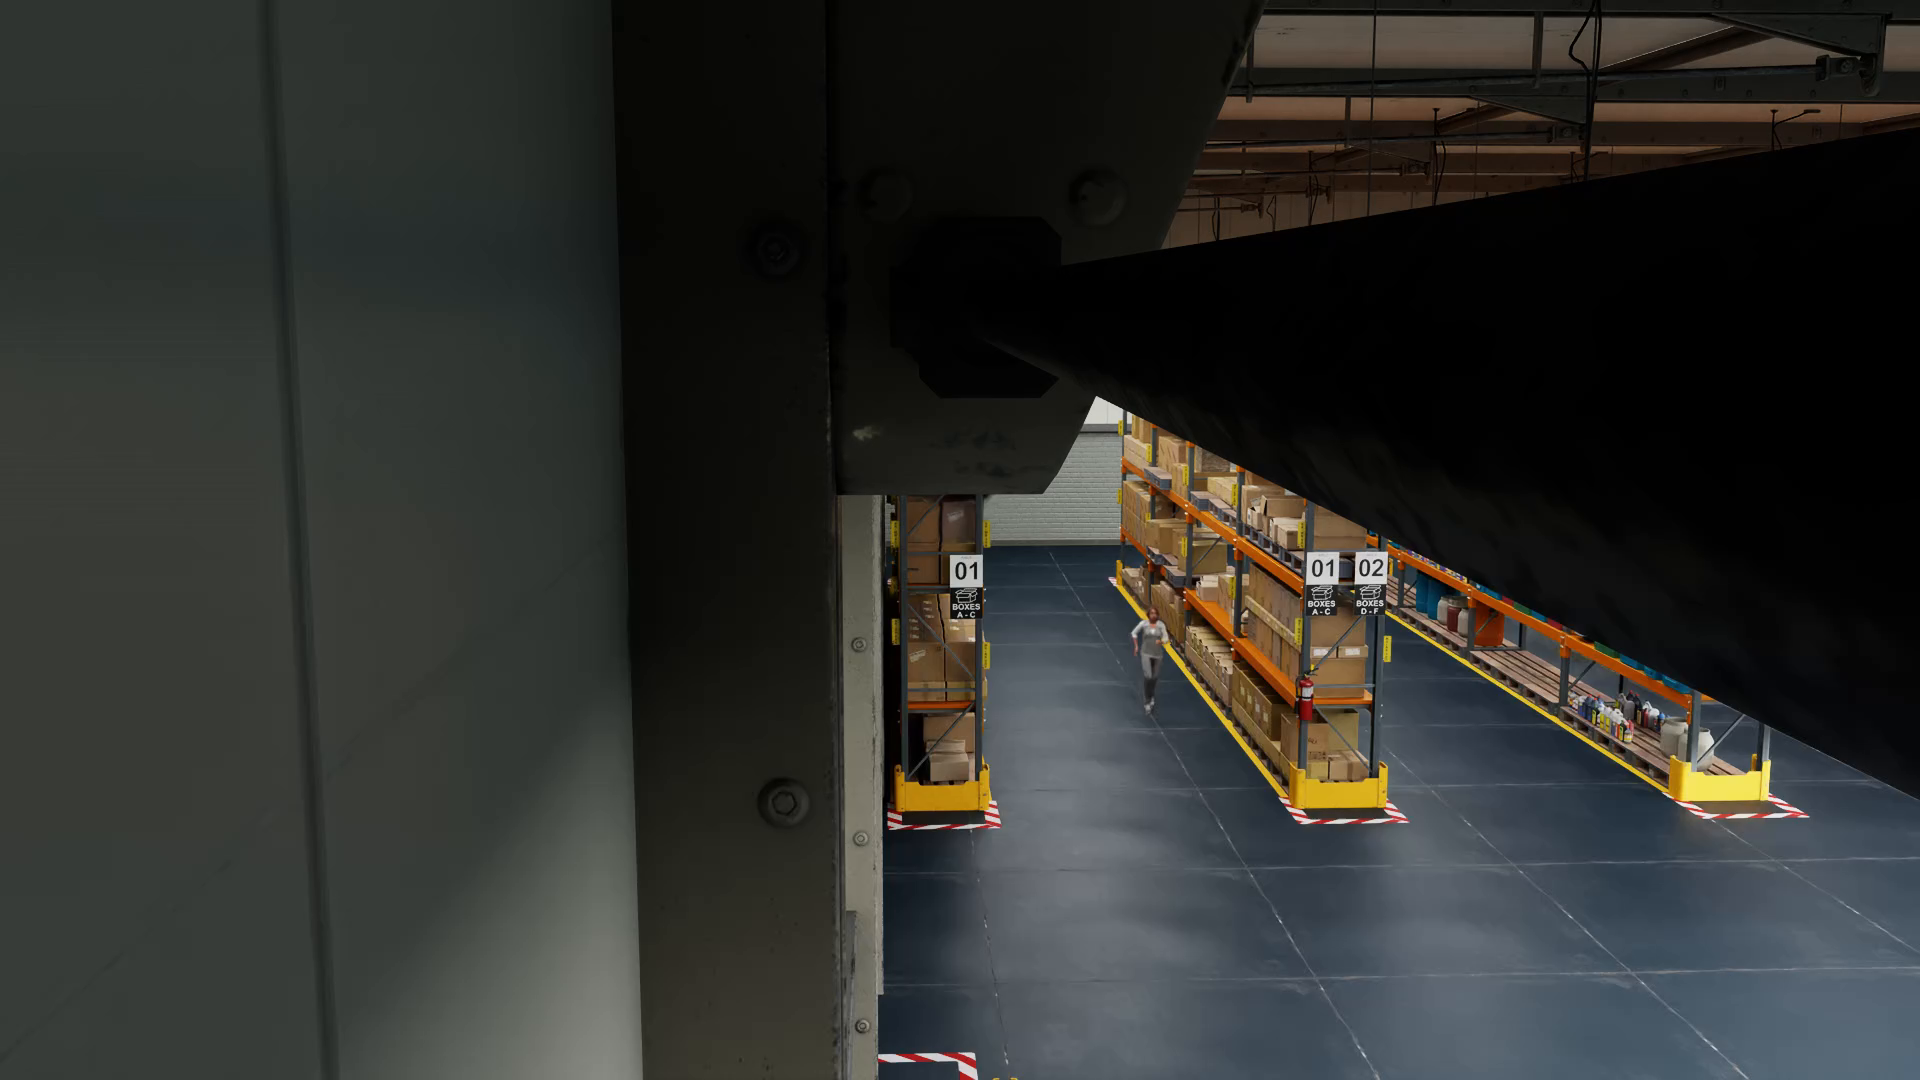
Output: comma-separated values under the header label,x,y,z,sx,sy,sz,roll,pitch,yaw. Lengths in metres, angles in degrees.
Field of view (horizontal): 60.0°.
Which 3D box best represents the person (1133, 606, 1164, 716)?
label,x,y,z,sx,sy,sz,roll,pitch,yaw
person,1.227,1.894,24.797,3.887,1.648,1.384,-1,8,-7
